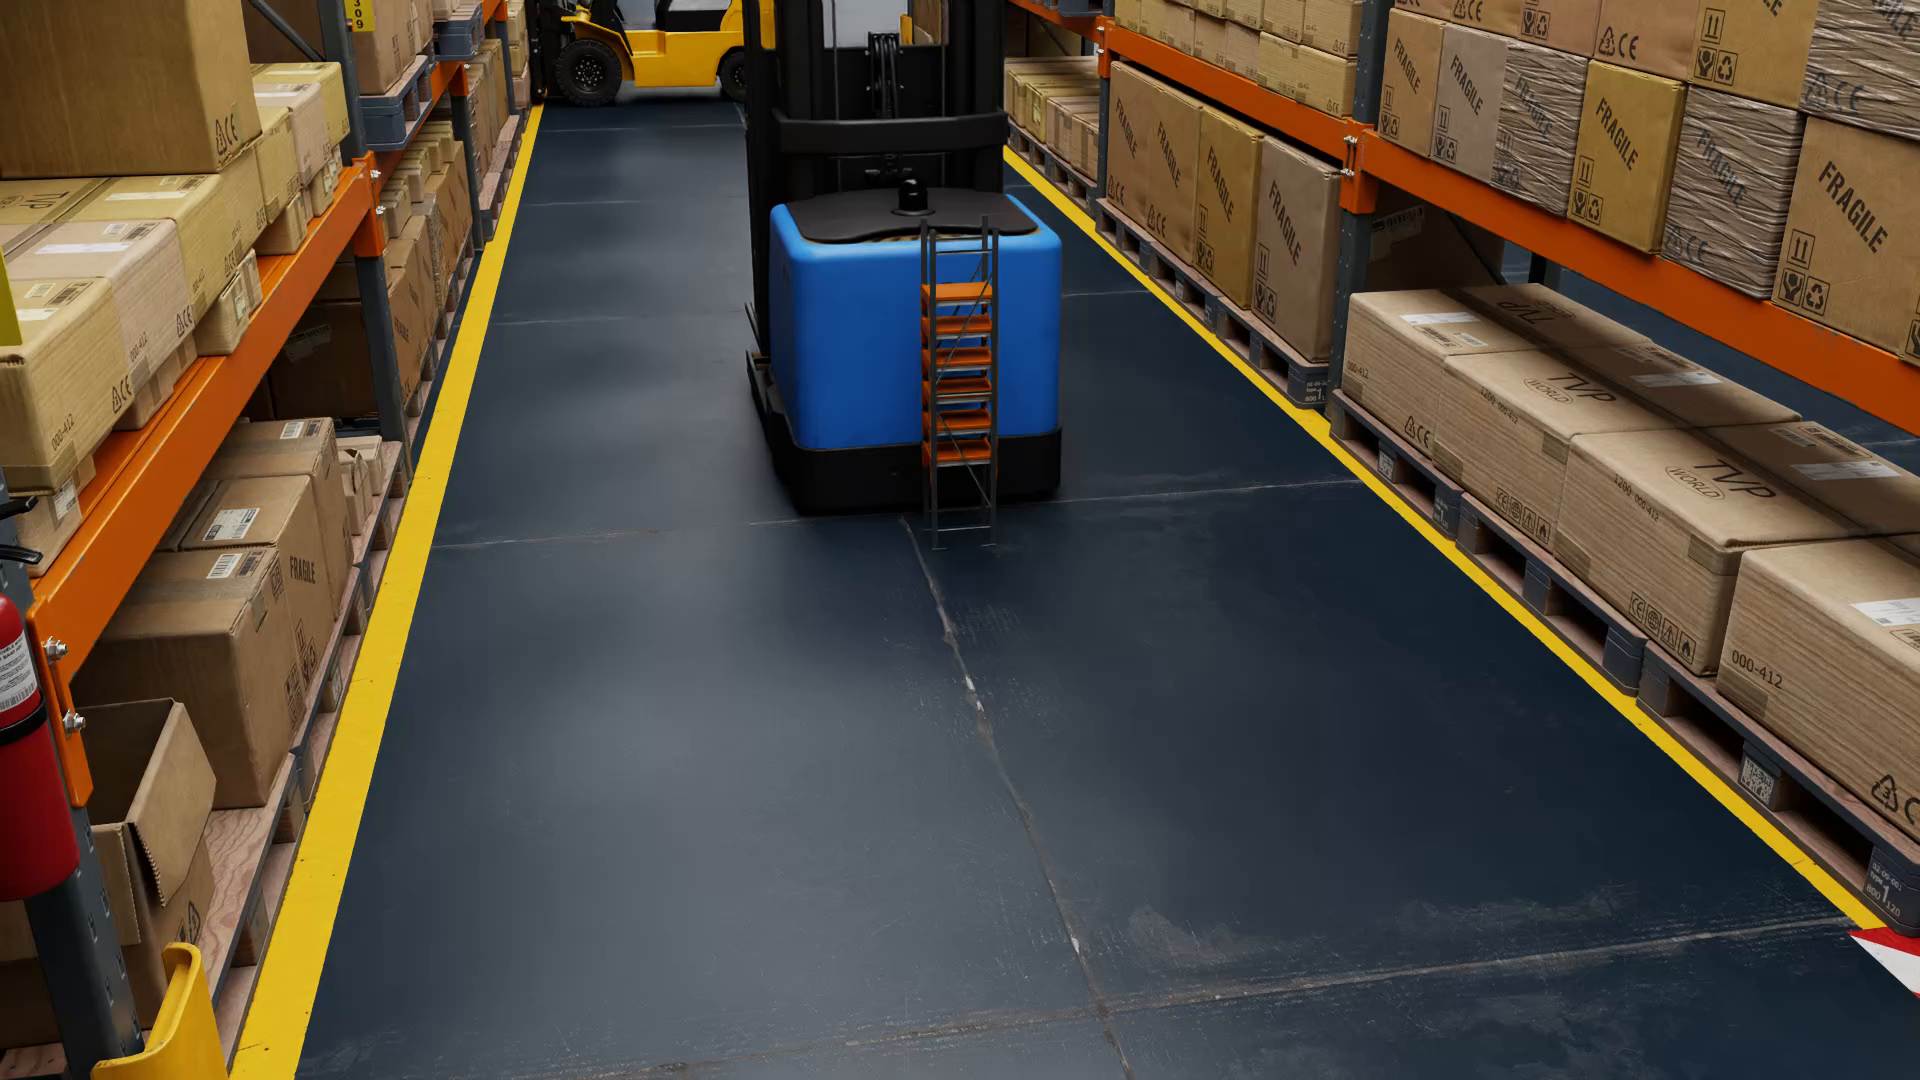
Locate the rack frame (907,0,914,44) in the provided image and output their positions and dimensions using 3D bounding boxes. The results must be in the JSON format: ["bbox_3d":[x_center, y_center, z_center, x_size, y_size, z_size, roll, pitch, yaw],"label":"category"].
[{"bbox_3d":[-0.071,-6.664,17.760,1.000,3.000,0.127,-4,24,-10],"label":"rack frame"}]

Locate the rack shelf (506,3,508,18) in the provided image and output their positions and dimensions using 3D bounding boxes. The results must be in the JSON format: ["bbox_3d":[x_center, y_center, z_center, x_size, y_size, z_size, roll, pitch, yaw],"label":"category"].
[{"bbox_3d":[-4.578,-5.179,15.258,1.077,0.370,4.000,-4,24,-10],"label":"rack shelf"}]

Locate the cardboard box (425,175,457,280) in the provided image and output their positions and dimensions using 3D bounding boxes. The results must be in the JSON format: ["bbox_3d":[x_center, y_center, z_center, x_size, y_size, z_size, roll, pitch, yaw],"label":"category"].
[{"bbox_3d":[-2.998,-1.642,8.859,0.500,0.500,0.500,-3,24,-7],"label":"cardboard box"}]

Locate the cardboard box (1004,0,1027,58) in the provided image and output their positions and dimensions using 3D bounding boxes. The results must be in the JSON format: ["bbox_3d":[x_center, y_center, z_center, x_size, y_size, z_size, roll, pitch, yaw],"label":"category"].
[{"bbox_3d":[0.296,-4.579,14.961,0.500,0.500,0.500,-5,24,-10],"label":"cardboard box"}]

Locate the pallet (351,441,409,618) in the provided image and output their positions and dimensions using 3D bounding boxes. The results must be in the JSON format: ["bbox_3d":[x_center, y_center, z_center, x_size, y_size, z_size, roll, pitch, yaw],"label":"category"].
[{"bbox_3d":[-2.603,-0.027,6.048,1.003,0.211,1.213,-4,24,-10],"label":"pallet"}]

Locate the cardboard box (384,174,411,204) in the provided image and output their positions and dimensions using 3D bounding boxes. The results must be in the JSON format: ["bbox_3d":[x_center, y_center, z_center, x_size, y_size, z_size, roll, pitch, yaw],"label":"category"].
[{"bbox_3d":[-2.916,-1.693,8.166,0.380,0.149,0.250,-4,24,-10],"label":"cardboard box"}]

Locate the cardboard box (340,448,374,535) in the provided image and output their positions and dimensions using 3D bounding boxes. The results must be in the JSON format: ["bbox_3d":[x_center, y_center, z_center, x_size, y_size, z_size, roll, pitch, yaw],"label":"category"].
[{"bbox_3d":[-2.271,-0.177,5.798,0.396,0.266,0.258,-3,24,-8],"label":"cardboard box"}]

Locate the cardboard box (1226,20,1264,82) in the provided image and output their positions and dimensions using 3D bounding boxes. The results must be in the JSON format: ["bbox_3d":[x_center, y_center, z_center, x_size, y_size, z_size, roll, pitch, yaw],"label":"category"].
[{"bbox_3d":[1.650,-2.433,8.261,0.500,0.250,0.500,-5,24,-11],"label":"cardboard box"}]

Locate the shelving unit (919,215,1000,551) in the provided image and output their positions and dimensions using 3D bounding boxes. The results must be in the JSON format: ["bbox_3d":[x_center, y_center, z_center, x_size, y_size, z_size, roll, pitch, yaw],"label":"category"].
[{"bbox_3d":[-0.003,-0.556,6.023,0.258,1.200,0.189,-4,24,-10],"label":"shelving unit"}]

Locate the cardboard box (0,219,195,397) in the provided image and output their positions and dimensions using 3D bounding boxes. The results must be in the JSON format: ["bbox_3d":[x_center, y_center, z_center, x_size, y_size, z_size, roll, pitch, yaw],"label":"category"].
[{"bbox_3d":[-1.902,-0.466,3.385,0.500,0.250,0.500,-4,24,-9],"label":"cardboard box"}]

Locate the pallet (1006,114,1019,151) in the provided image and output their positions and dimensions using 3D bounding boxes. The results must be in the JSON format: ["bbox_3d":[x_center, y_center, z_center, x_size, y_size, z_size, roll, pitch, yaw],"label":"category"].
[{"bbox_3d":[0.814,-3.506,14.015,1.003,0.211,1.213,-4,24,-10],"label":"pallet"}]

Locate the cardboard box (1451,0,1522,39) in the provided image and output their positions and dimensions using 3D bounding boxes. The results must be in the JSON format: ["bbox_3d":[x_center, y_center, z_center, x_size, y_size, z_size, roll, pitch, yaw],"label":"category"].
[{"bbox_3d":[2.086,-2.043,5.807,0.500,0.500,0.500,-5,24,-10],"label":"cardboard box"}]

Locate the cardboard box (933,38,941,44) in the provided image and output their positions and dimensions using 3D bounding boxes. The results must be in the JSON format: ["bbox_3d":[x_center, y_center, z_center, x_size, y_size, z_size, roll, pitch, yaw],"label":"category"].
[{"bbox_3d":[0.007,-4.843,16.503,0.500,0.250,0.500,-3,24,-6],"label":"cardboard box"}]

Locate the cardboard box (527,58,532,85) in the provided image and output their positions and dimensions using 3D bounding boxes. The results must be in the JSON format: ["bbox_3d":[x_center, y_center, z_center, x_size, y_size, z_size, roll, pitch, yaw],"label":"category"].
[{"bbox_3d":[-4.192,-4.268,15.186,0.500,0.250,0.500,-4,24,-9],"label":"cardboard box"}]

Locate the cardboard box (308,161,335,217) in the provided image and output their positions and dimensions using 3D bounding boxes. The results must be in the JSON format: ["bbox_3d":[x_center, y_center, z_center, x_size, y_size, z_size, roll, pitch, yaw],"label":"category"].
[{"bbox_3d":[-2.281,-1.152,5.453,0.380,0.149,0.250,-4,24,-8],"label":"cardboard box"}]

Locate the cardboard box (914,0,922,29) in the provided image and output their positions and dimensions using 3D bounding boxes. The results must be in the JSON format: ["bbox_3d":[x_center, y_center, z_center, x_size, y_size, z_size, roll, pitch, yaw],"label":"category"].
[{"bbox_3d":[-0.188,-5.593,17.282,0.500,0.500,0.500,-5,24,-12],"label":"cardboard box"}]

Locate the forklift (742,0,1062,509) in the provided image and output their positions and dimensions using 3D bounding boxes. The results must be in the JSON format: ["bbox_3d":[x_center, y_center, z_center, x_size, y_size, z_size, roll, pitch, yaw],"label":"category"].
[{"bbox_3d":[-0.405,-2.023,7.219,1.130,2.935,3.031,-5,24,-11],"label":"forklift"}]

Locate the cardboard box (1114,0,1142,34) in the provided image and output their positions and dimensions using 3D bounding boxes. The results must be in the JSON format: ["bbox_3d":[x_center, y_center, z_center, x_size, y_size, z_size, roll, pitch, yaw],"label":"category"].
[{"bbox_3d":[1.252,-3.237,10.102,0.500,0.250,0.500,-5,24,-11],"label":"cardboard box"}]

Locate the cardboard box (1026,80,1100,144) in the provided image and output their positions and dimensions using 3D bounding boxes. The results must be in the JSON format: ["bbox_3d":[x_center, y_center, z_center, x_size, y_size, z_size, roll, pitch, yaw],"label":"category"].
[{"bbox_3d":[1.035,-3.317,12.855,0.950,0.372,0.625,-4,24,-8],"label":"cardboard box"}]

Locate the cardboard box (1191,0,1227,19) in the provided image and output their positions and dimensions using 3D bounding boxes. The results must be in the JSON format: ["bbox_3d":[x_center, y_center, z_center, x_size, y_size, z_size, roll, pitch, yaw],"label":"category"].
[{"bbox_3d":[1.515,-2.859,8.611,0.500,0.250,0.500,-4,24,-9],"label":"cardboard box"}]

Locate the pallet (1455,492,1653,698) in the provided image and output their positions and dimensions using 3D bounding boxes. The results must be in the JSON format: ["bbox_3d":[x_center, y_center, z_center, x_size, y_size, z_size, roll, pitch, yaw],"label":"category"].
[{"bbox_3d":[2.441,0.120,5.712,1.003,0.211,1.213,-4,24,-10],"label":"pallet"}]

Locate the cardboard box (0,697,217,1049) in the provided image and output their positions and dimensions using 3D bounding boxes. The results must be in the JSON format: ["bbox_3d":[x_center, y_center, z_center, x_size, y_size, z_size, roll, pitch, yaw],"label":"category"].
[{"bbox_3d":[-2.009,0.702,3.488,0.797,0.503,0.637,-5,24,-12],"label":"cardboard box"}]

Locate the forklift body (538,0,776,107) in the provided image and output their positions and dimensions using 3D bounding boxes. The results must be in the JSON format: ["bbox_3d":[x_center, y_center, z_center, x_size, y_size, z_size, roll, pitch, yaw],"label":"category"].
[{"bbox_3d":[-2.805,-5.295,15.687,2.313,2.155,1.214,-4,24,-10],"label":"forklift body"}]

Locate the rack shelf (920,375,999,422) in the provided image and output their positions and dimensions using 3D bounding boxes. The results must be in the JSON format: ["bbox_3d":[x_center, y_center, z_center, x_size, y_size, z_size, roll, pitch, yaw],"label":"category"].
[{"bbox_3d":[-0.003,-0.515,6.041,0.258,0.103,0.180,-4,24,-10],"label":"rack shelf"}]

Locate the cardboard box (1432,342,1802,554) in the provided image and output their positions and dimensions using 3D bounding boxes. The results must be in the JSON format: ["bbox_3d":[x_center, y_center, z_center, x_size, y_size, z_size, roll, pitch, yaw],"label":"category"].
[{"bbox_3d":[2.325,-0.355,5.992,0.875,0.438,0.875,-5,24,-11],"label":"cardboard box"}]

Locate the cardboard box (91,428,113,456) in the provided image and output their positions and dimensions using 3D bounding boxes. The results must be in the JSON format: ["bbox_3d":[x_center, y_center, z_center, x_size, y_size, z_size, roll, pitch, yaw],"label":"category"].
[{"bbox_3d":[-1.956,-0.233,3.351,0.380,0.149,0.250,-5,24,-10],"label":"cardboard box"}]

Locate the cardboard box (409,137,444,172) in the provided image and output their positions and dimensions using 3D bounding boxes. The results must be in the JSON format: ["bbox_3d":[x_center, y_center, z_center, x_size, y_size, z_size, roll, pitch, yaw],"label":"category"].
[{"bbox_3d":[-3.042,-2.105,9.110,0.380,0.149,0.250,-5,24,-12],"label":"cardboard box"}]

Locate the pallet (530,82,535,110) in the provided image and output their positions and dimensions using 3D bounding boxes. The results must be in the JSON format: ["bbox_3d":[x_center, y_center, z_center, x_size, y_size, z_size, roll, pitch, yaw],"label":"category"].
[{"bbox_3d":[-4.543,-4.241,15.696,1.003,0.211,1.213,-4,24,-10],"label":"pallet"}]

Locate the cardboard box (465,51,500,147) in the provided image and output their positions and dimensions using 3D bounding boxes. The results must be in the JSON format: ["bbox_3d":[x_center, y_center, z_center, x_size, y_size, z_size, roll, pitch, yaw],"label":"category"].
[{"bbox_3d":[-3.965,-3.316,12.536,0.875,0.625,0.625,-5,24,-10],"label":"cardboard box"}]

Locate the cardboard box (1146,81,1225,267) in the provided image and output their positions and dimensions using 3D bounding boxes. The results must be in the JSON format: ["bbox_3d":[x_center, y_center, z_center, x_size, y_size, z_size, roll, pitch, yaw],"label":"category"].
[{"bbox_3d":[1.616,-2.107,9.456,0.875,0.875,0.875,-4,24,-9],"label":"cardboard box"}]

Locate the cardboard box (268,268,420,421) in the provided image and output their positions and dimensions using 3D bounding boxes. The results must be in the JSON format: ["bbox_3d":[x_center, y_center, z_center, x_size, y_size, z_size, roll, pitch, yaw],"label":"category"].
[{"bbox_3d":[-2.597,-0.829,6.998,0.500,0.500,0.500,-3,24,-7],"label":"cardboard box"}]

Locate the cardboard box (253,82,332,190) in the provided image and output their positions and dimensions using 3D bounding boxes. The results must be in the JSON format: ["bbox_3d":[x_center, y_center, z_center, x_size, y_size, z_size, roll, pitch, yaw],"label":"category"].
[{"bbox_3d":[-2.288,-1.264,5.213,0.500,0.250,0.500,-4,24,-10],"label":"cardboard box"}]

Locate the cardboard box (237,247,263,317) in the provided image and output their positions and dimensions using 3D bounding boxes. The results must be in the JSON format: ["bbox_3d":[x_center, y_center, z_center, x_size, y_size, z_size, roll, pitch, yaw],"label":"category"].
[{"bbox_3d":[-2.039,-0.649,4.301,0.380,0.149,0.250,-4,24,-9],"label":"cardboard box"}]

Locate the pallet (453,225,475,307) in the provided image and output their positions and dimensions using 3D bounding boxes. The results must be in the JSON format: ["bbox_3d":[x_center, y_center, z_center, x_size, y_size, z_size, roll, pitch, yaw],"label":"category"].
[{"bbox_3d":[-3.368,-1.574,9.590,1.003,0.211,1.213,-4,24,-10],"label":"pallet"}]

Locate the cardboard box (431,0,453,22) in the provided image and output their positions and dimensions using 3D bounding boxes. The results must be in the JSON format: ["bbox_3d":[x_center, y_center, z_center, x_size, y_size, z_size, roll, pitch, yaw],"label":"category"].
[{"bbox_3d":[-2.956,-2.881,8.761,0.500,0.250,0.500,-5,24,-12],"label":"cardboard box"}]

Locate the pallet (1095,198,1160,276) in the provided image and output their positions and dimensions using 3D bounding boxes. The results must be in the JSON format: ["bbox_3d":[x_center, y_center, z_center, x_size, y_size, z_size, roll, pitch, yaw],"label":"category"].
[{"bbox_3d":[1.480,-1.924,10.391,1.003,0.211,1.213,-4,24,-10],"label":"pallet"}]

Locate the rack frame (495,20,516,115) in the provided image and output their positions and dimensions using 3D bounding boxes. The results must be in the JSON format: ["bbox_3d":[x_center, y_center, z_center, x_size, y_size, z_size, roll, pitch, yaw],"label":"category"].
[{"bbox_3d":[-4.208,-4.722,13.313,1.000,3.000,0.127,-4,24,-10],"label":"rack frame"}]

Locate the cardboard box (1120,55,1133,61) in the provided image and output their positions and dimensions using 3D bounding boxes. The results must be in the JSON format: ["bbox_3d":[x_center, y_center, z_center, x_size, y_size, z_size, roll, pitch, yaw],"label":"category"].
[{"bbox_3d":[1.808,-4.468,15.853,0.500,0.500,0.500,13,27,27],"label":"cardboard box"}]

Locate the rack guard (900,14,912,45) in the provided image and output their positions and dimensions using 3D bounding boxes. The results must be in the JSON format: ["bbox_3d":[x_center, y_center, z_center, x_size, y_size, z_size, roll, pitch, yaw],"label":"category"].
[{"bbox_3d":[-0.057,-5.488,18.192,1.175,0.500,0.348,-4,24,-10],"label":"rack guard"}]

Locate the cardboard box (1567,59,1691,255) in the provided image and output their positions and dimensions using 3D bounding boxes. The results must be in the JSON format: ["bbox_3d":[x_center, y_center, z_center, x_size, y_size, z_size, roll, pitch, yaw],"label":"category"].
[{"bbox_3d":[2.248,-1.189,5.099,0.500,0.500,0.500,-4,24,-8],"label":"cardboard box"}]

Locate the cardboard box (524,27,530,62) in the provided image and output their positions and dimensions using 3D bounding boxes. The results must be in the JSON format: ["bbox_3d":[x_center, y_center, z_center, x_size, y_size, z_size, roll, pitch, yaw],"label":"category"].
[{"bbox_3d":[-4.171,-4.493,15.075,0.500,0.250,0.500,-5,24,-10],"label":"cardboard box"}]

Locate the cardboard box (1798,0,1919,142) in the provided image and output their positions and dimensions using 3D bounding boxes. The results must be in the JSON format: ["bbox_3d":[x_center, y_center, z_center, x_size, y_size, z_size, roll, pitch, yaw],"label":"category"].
[{"bbox_3d":[2.439,-1.250,3.990,0.500,0.500,0.500,-4,24,-10],"label":"cardboard box"}]

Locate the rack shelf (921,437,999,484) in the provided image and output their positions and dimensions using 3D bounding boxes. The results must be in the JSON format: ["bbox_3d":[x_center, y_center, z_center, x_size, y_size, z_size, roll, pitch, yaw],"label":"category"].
[{"bbox_3d":[-0.003,-0.295,6.137,0.258,0.103,0.180,-4,24,-10],"label":"rack shelf"}]

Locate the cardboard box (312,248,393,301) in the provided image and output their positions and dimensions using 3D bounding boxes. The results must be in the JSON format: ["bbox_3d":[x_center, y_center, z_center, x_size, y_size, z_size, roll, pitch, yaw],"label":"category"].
[{"bbox_3d":[-2.534,-1.080,6.763,0.380,0.149,0.250,-3,24,-7],"label":"cardboard box"}]

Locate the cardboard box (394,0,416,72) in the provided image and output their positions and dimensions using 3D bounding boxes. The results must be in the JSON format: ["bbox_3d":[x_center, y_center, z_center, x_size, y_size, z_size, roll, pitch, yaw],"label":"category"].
[{"bbox_3d":[-2.694,-2.224,6.944,0.700,0.500,0.500,-4,24,-9],"label":"cardboard box"}]
